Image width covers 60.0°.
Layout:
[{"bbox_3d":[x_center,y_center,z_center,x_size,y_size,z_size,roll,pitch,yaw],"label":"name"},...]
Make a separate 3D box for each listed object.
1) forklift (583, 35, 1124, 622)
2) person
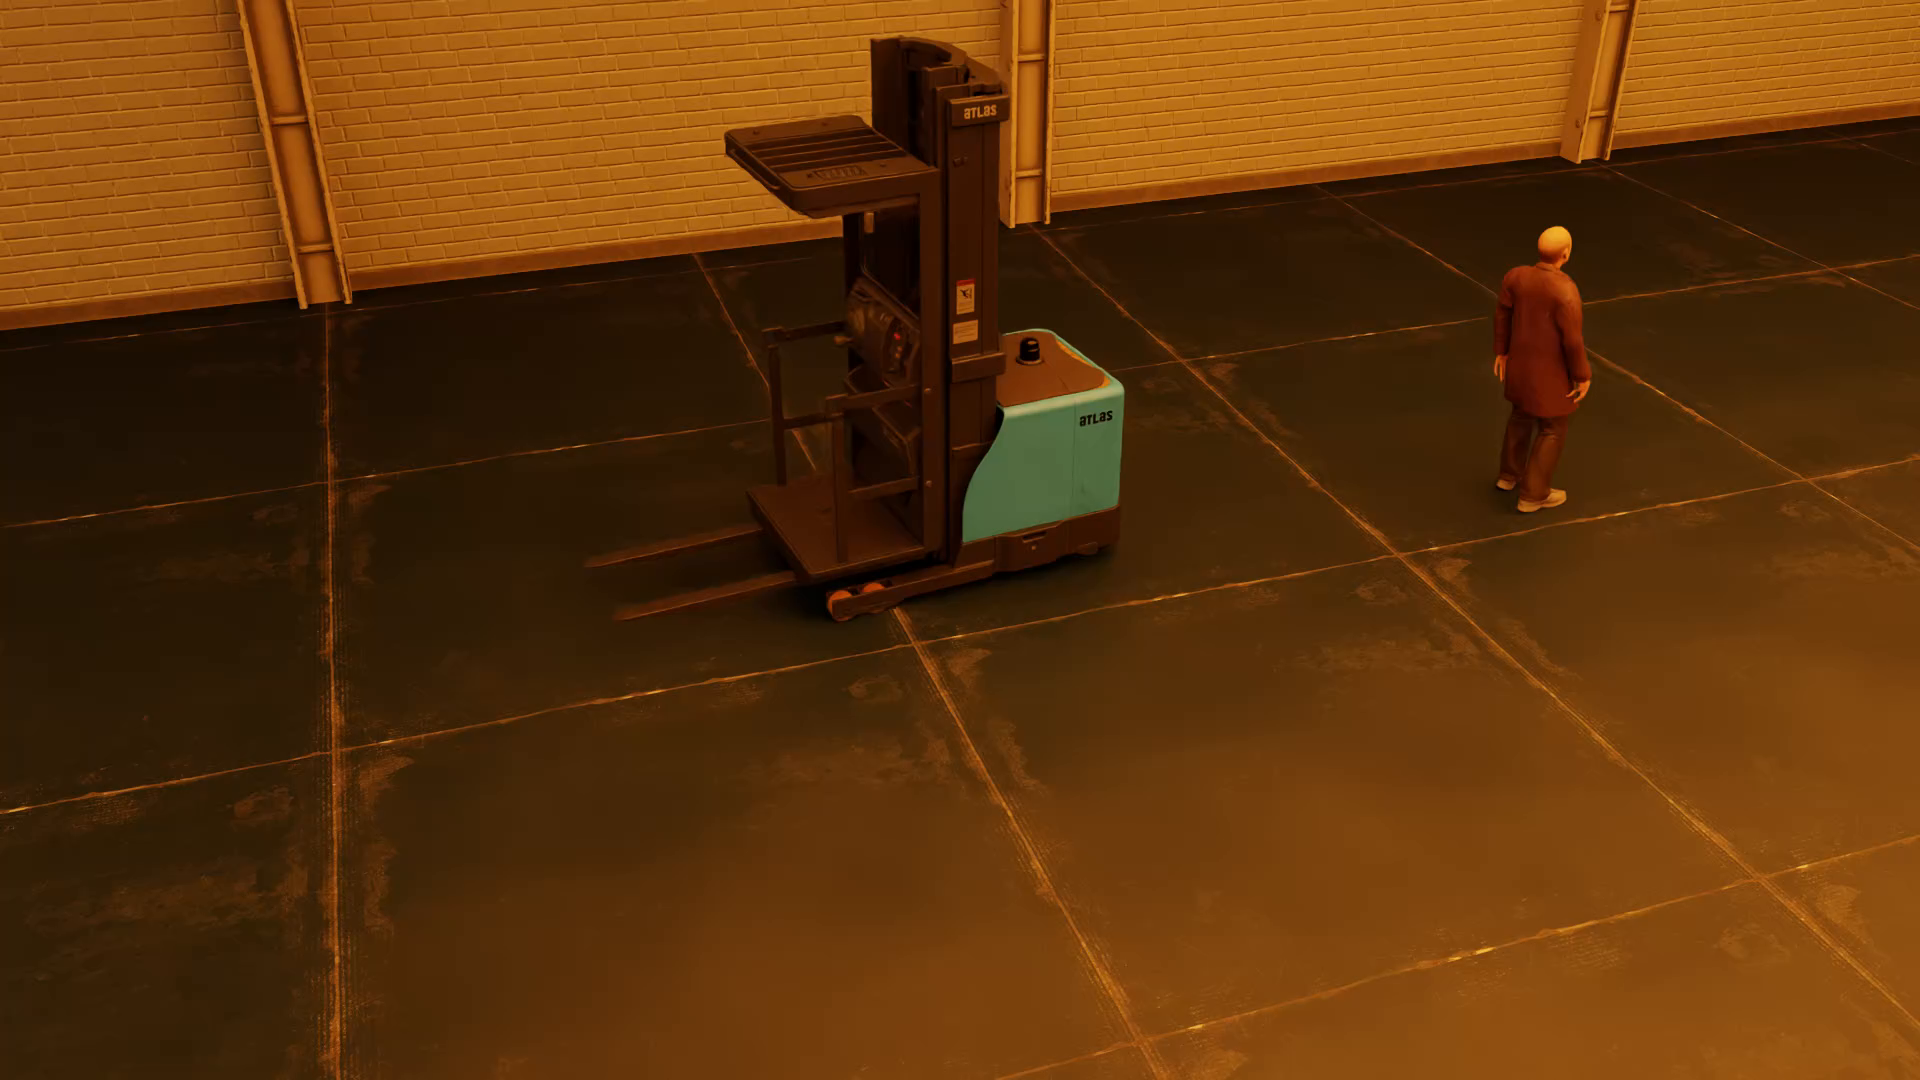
[{"bbox_3d":[-0.611,-1.120,9.033,3.031,2.935,1.130,-13,32,-22],"label":"forklift"},{"bbox_3d":[3.568,-1.041,10.087,0.511,1.803,0.681,-16,34,-26],"label":"person"}]
